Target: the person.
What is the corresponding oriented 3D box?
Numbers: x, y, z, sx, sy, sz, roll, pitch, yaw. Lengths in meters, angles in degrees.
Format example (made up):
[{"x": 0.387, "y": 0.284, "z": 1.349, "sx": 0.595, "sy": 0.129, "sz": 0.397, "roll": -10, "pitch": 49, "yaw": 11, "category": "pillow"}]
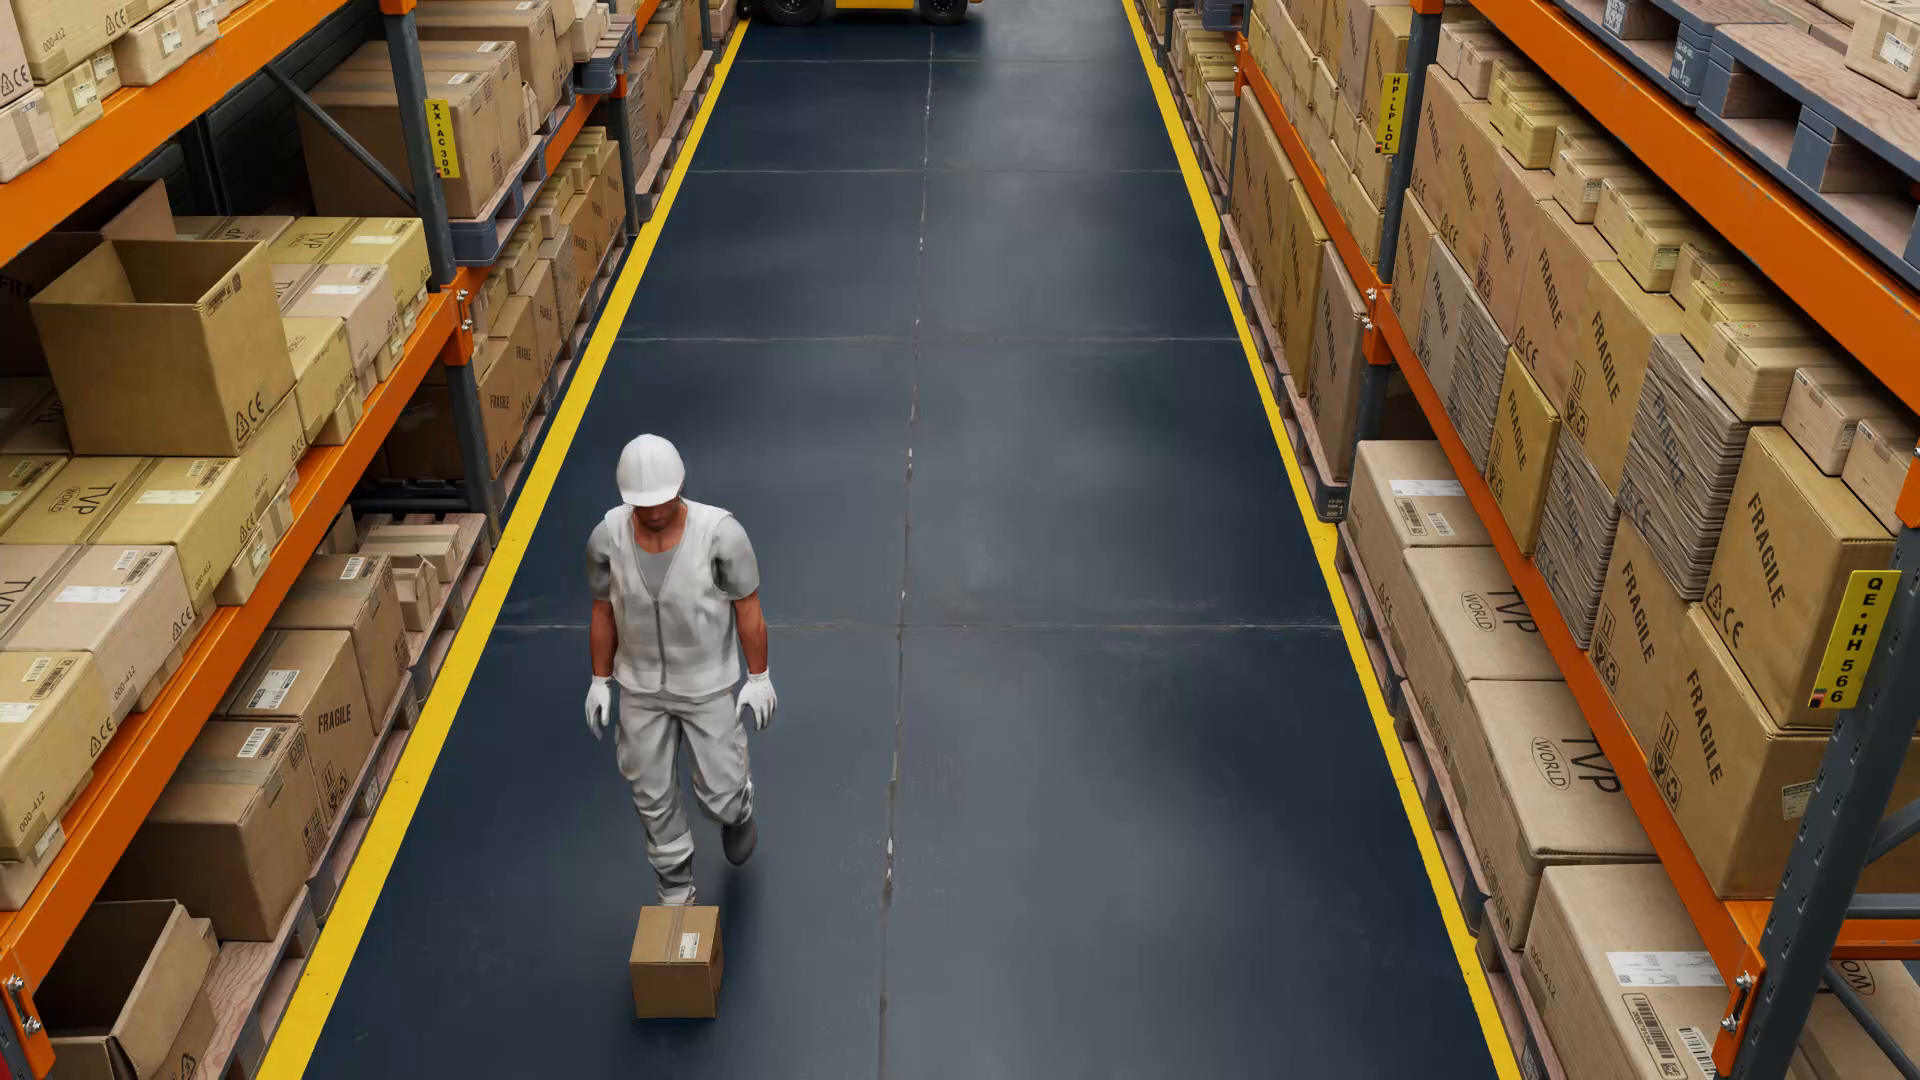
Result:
[{"x": -0.906, "y": 0.487, "z": 5.331, "sx": 0.617, "sy": 1.765, "sz": 0.679, "roll": 4, "pitch": 31, "yaw": 6, "category": "person"}]
